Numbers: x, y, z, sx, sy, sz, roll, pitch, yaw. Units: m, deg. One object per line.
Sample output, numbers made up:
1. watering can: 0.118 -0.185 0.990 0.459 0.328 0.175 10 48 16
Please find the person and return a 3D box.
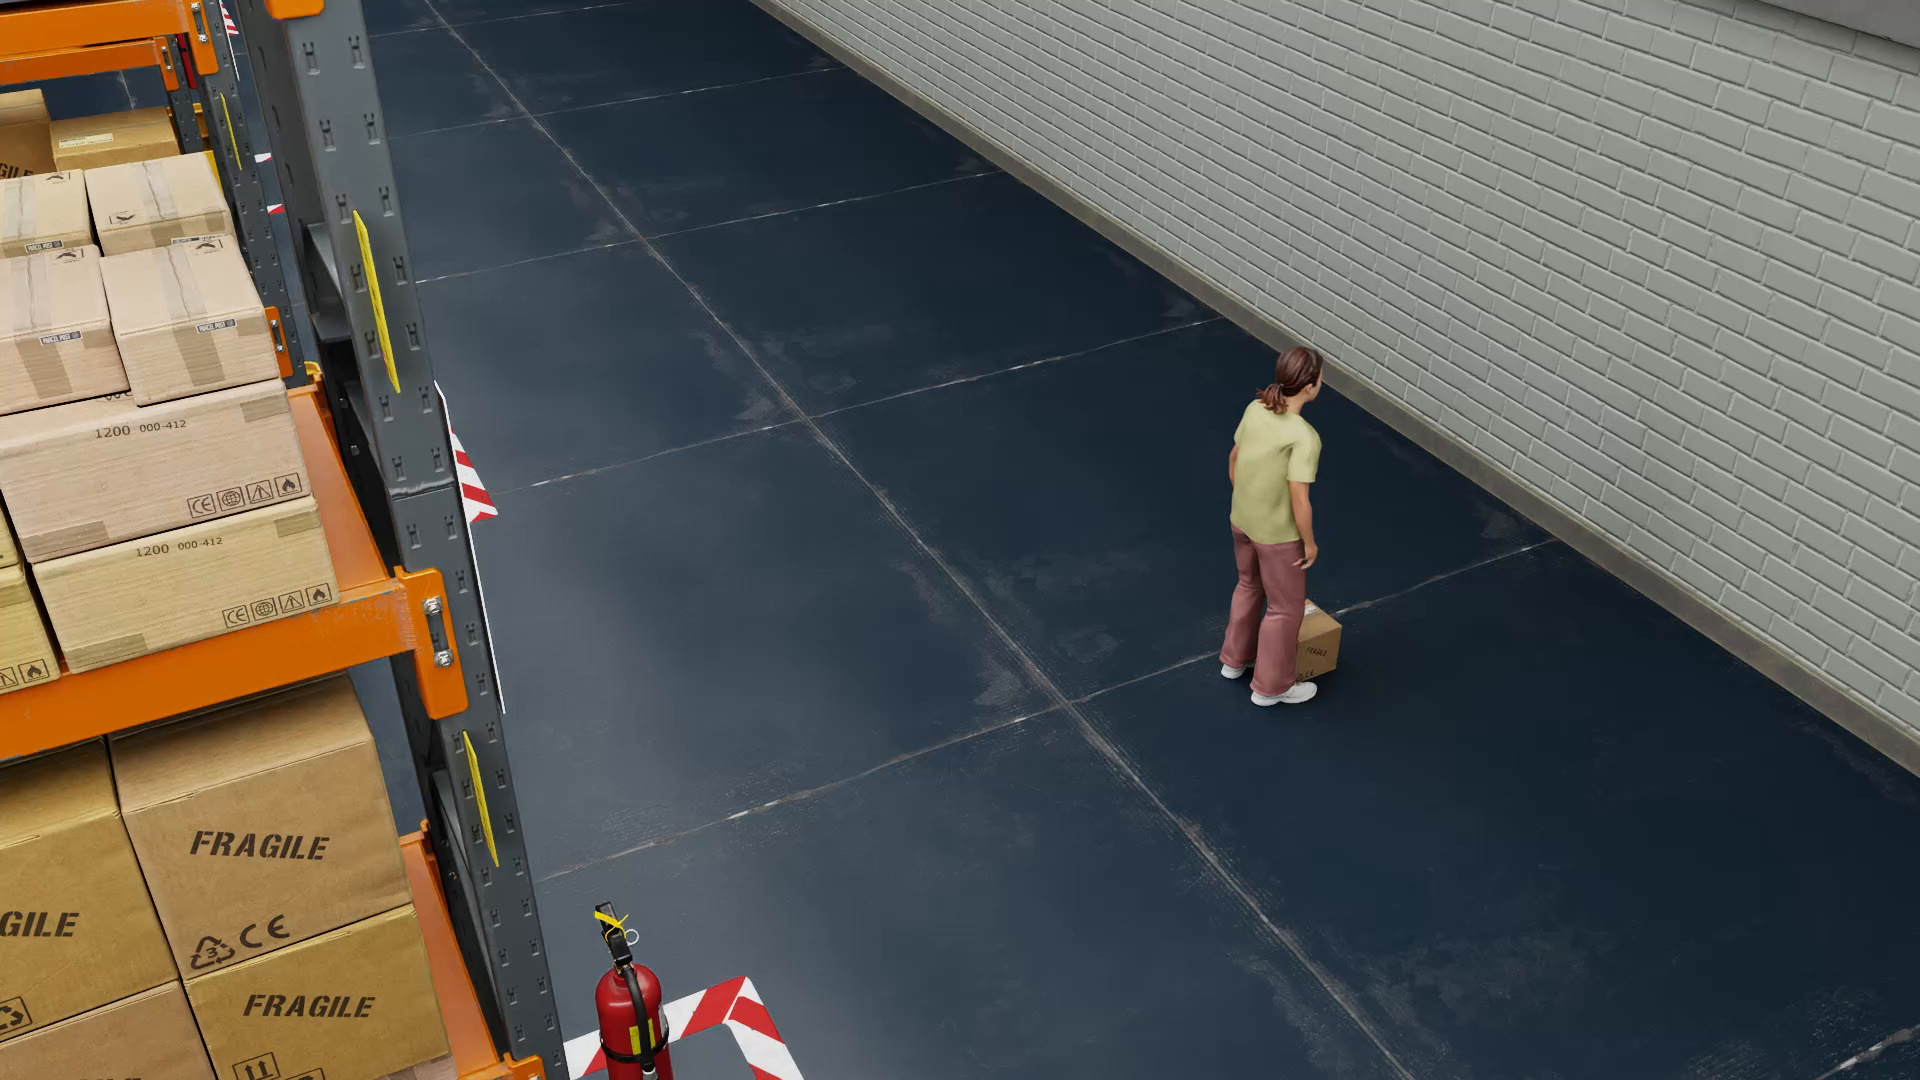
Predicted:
1. person: 1.367 -0.053 7.240 0.356 1.652 0.513 -17 37 -24
